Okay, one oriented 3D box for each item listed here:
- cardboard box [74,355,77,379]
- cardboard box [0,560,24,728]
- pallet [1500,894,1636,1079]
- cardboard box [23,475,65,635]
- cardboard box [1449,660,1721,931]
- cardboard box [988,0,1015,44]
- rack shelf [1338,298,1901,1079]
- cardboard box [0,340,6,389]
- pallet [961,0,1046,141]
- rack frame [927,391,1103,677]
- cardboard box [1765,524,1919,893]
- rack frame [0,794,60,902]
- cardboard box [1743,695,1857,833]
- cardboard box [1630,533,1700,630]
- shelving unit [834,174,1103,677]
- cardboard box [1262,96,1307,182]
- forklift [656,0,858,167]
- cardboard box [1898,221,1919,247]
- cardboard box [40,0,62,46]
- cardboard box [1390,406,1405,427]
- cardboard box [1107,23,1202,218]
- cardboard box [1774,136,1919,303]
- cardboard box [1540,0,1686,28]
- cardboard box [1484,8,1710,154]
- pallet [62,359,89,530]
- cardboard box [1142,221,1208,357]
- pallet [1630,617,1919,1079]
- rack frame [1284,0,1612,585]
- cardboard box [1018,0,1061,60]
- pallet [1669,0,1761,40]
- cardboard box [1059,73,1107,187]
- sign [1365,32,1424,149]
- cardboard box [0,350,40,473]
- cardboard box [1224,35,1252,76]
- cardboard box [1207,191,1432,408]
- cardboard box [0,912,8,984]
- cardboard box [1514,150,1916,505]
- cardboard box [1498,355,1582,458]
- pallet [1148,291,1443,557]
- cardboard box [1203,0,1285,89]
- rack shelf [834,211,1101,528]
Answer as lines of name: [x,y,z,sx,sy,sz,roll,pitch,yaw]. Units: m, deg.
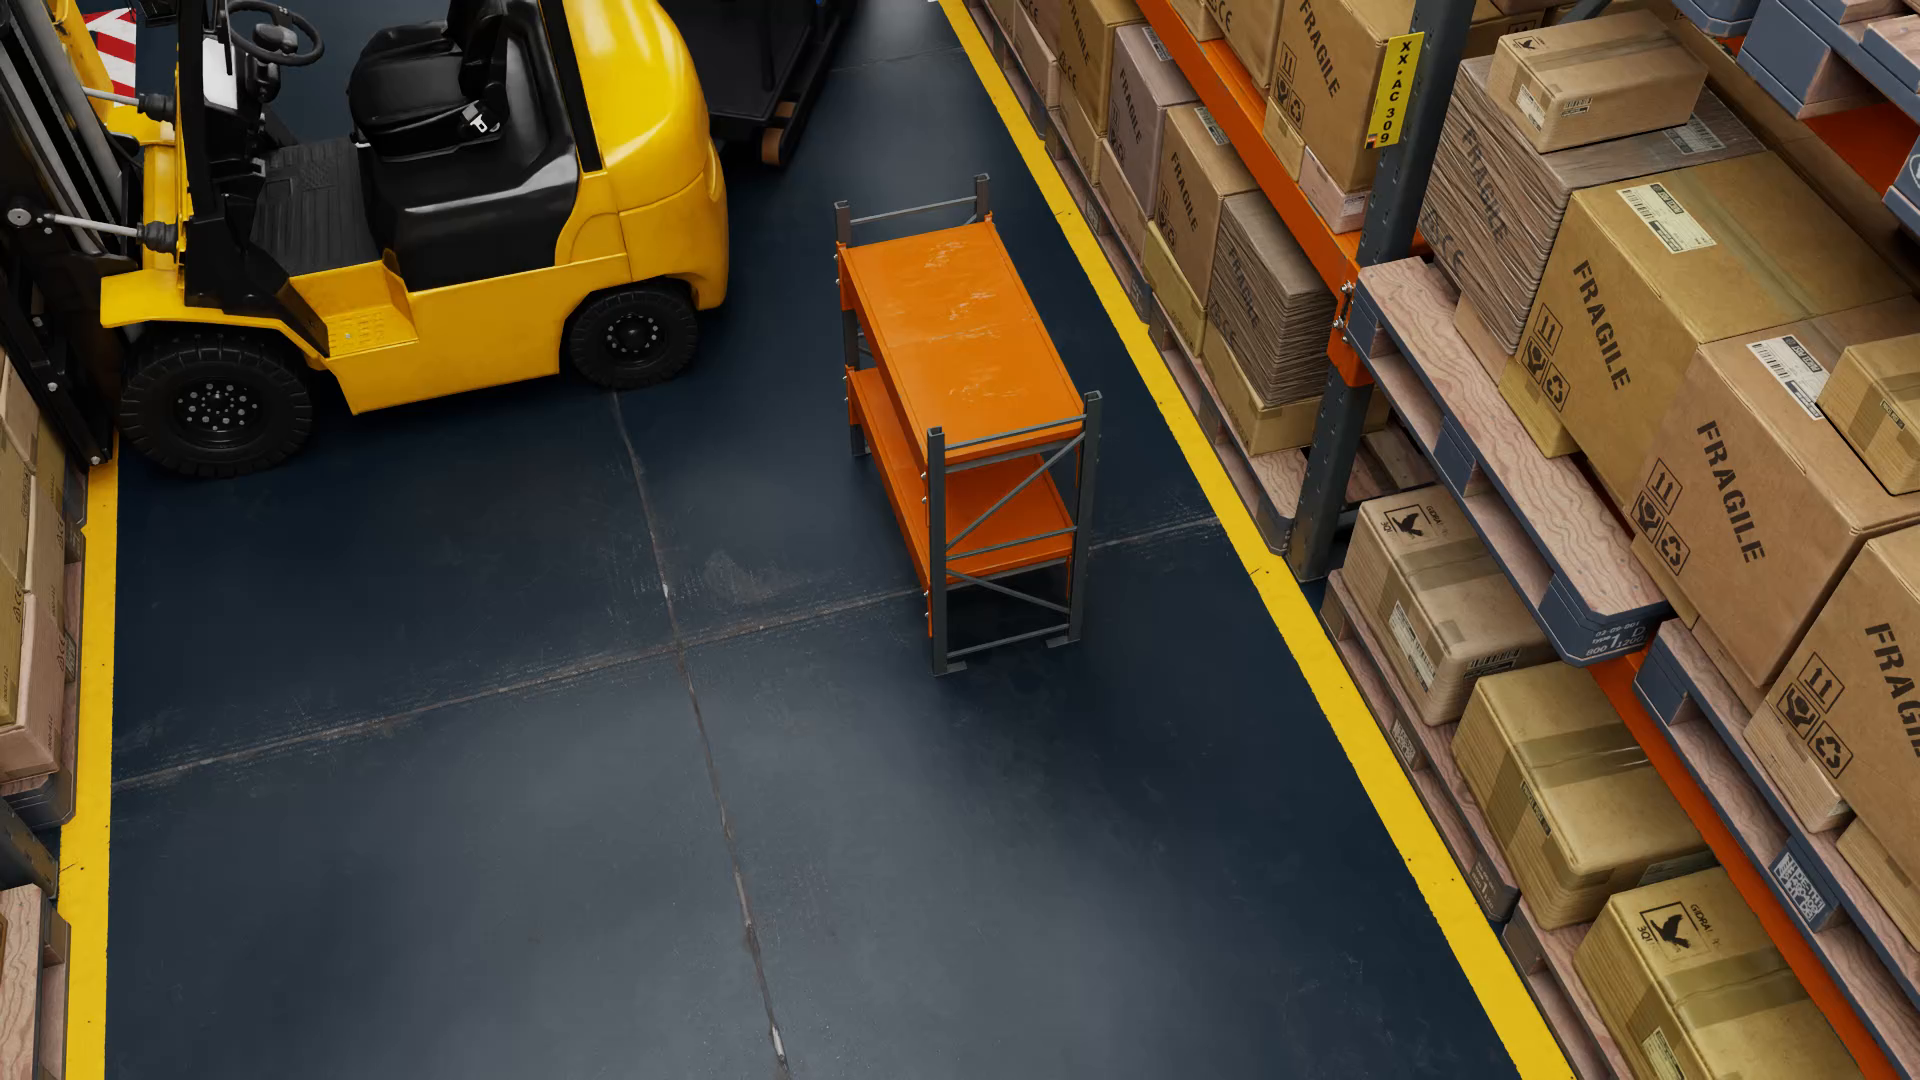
cardboard box: [-3.424,-0.639,5.851,0.500,0.250,0.500,-12,51,-10]
cardboard box: [-2.982,0.319,4.716,0.500,0.250,0.500,-14,51,-11]
pallet: [2.203,1.387,4.442,1.003,0.211,1.213,-13,51,-11]
cardboard box: [-3.126,0.108,5.221,0.500,0.250,0.500,-14,51,-12]
cardboard box: [1.980,0.646,4.687,0.950,0.372,0.625,-10,51,-9]
cardboard box: [0.398,-2.491,7.412,0.500,0.250,0.500,-14,51,-11]
rack shelf: [2.198,0.720,3.651,1.077,0.370,4.000,-13,51,-11]
cardboard box: [-3.277,-0.579,5.146,0.500,0.250,0.500,-12,51,-10]
pallet: [0.653,-2.338,7.583,1.003,0.211,1.213,-13,51,-11]
rack frame: [0.152,0.014,5.003,0.500,1.125,0.032,-13,51,-11]
cardboard box: [1.915,0.274,3.022,0.500,0.500,0.500,-15,52,-12]
rack frame: [-3.134,0.153,3.659,1.000,3.000,0.127,-13,51,-11]
cardboard box: [1.827,0.407,3.335,0.380,0.149,0.250,-12,51,-10]
cardboard box: [1.727,0.020,3.661,0.380,0.149,0.250,-13,51,-10]
shelving unit: [0.002,-0.358,5.316,0.538,1.125,1.048,-13,51,-11]
cardboard box: [1.140,-1.238,4.996,0.380,0.149,0.250,-12,51,-10]
forklift: [-1.211,-2.850,6.236,1.130,2.935,3.031,9,50,8]
cardboard box: [2.175,-0.658,3.384,0.380,0.149,0.250,-15,51,-12]
cardboard box: [-3.874,-1.894,6.582,0.500,0.250,0.500,-14,51,-11]
cardboard box: [1.690,-0.713,5.913,0.500,0.250,0.500,-15,52,-13]
cardboard box: [0.871,-1.578,6.152,0.500,0.500,0.500,-11,51,-9]
cardboard box: [2.110,-0.588,3.749,0.500,0.500,0.500,-13,51,-11]
cardboard box: [1.743,-1.485,4.780,0.500,0.500,0.500,-13,51,-11]
cardboard box: [1.408,-1.021,3.690,0.380,0.149,0.250,-14,51,-11]
pallet: [-3.694,-0.431,5.976,1.003,0.211,1.213,-13,51,-11]
cardboard box: [1.008,-0.979,6.137,0.500,0.250,0.500,-15,51,-12]
pallet: [2.165,0.575,3.429,1.003,0.211,1.213,-13,51,-11]
rack frame: [1.607,-0.972,4.608,1.000,3.000,0.127,-13,51,-11]
cardboard box: [0.564,-2.335,6.790,0.500,0.500,0.500,-15,52,-12]
pallet: [1.687,-1.404,3.132,1.213,0.211,1.003,-13,51,-11]
cardboard box: [0.715,-1.721,6.763,0.500,0.250,0.500,-10,51,-9]
sign: [1.090,-1.123,4.169,0.100,0.325,0.005,-13,51,-11]
cardboard box: [-3.271,-0.418,5.337,0.500,0.250,0.500,-14,51,-11]
cardboard box: [1.077,-1.631,5.327,0.380,0.149,0.250,-14,51,-11]
cardboard box: [1.175,-0.834,5.525,0.500,0.500,0.500,-14,51,-11]
cardboard box: [-2.969,1.161,4.088,0.875,0.625,0.625,-11,51,-9]
cardboard box: [1.620,-0.463,3.644,0.500,0.500,0.500,-13,51,-11]
cardboard box: [1.534,-0.367,3.987,0.380,0.149,0.250,-12,51,-10]
pallet: [1.374,-0.556,6.081,1.003,0.211,1.213,-13,51,-11]
cardboard box: [1.079,-1.743,4.998,0.500,0.500,0.500,-12,51,-10]
rack shelf: [0.002,-0.546,5.092,0.538,0.278,1.000,-13,51,-11]
